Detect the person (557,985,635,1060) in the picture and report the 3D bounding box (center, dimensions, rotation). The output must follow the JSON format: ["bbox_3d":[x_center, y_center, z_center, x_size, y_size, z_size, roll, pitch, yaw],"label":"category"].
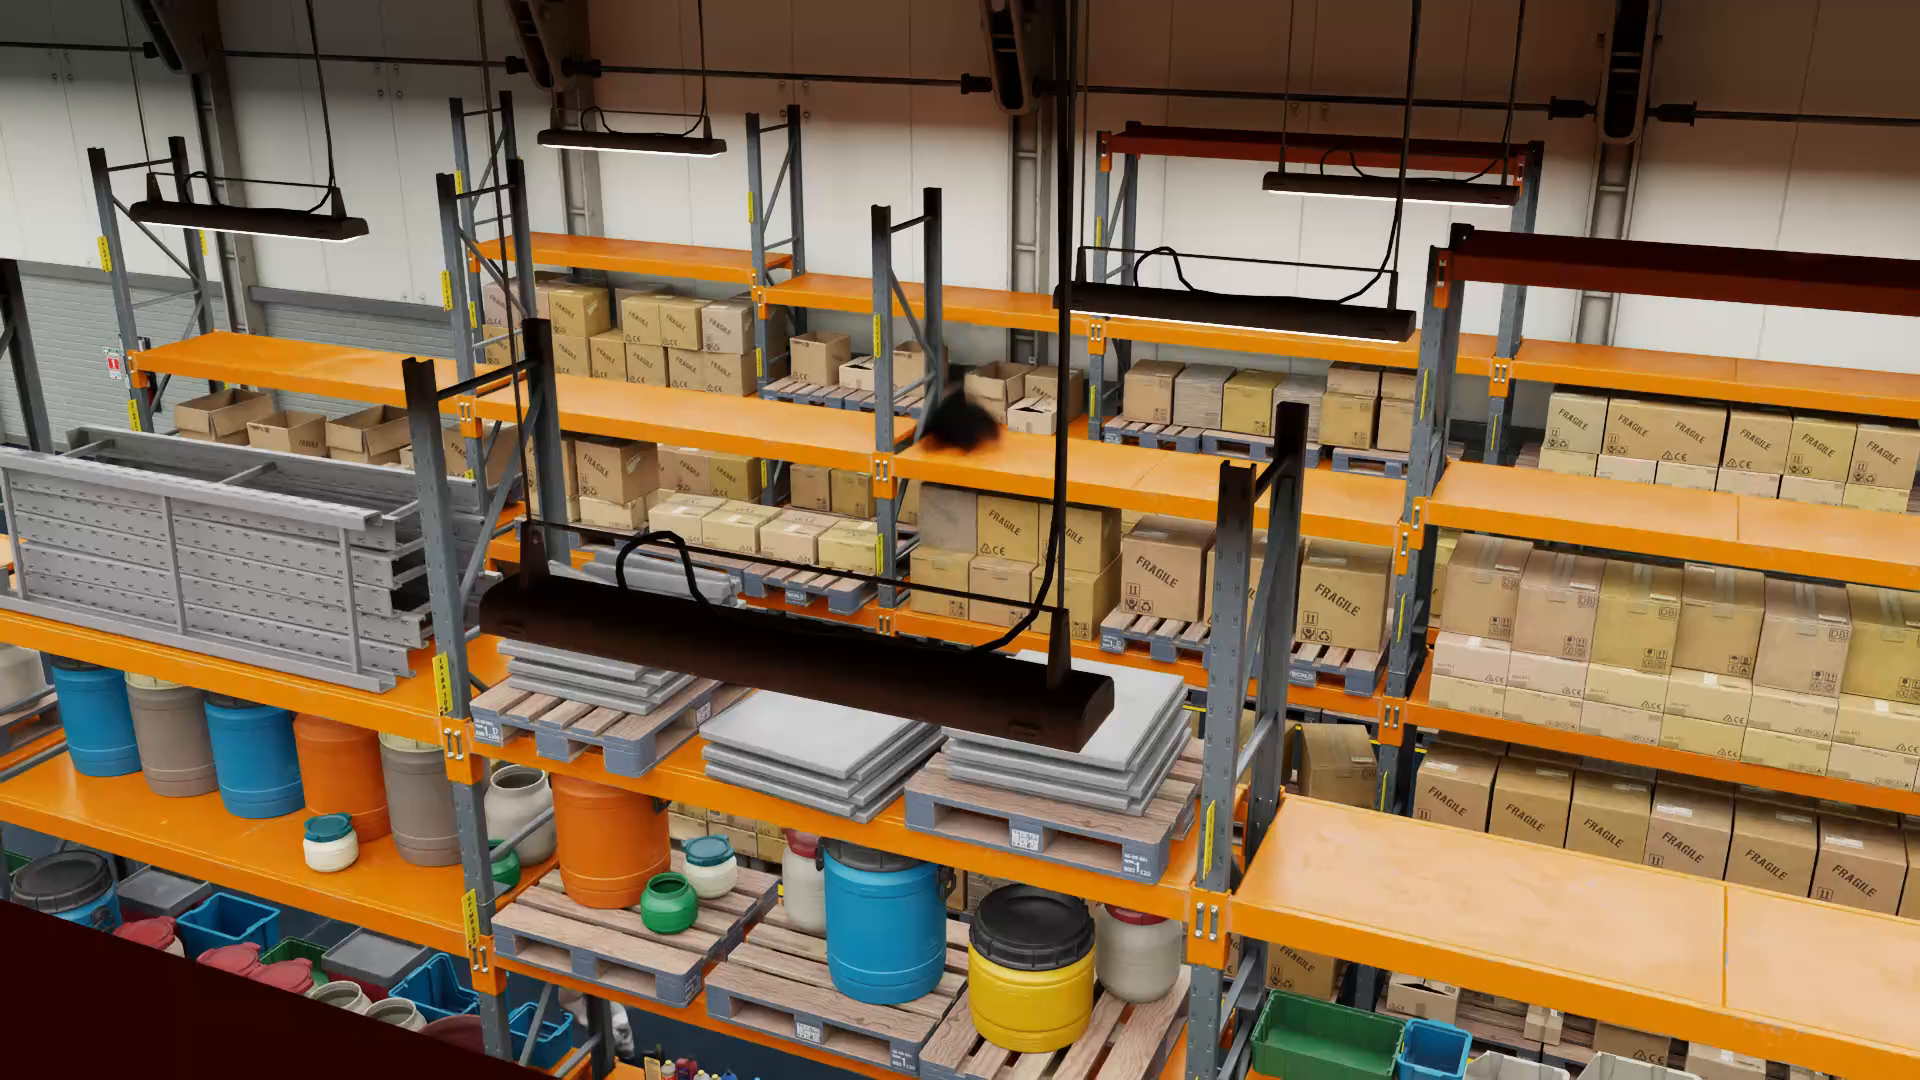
[{"bbox_3d":[-2.735,3.047,12.094,0.594,1.734,0.704,10,23,26],"label":"person"}]
